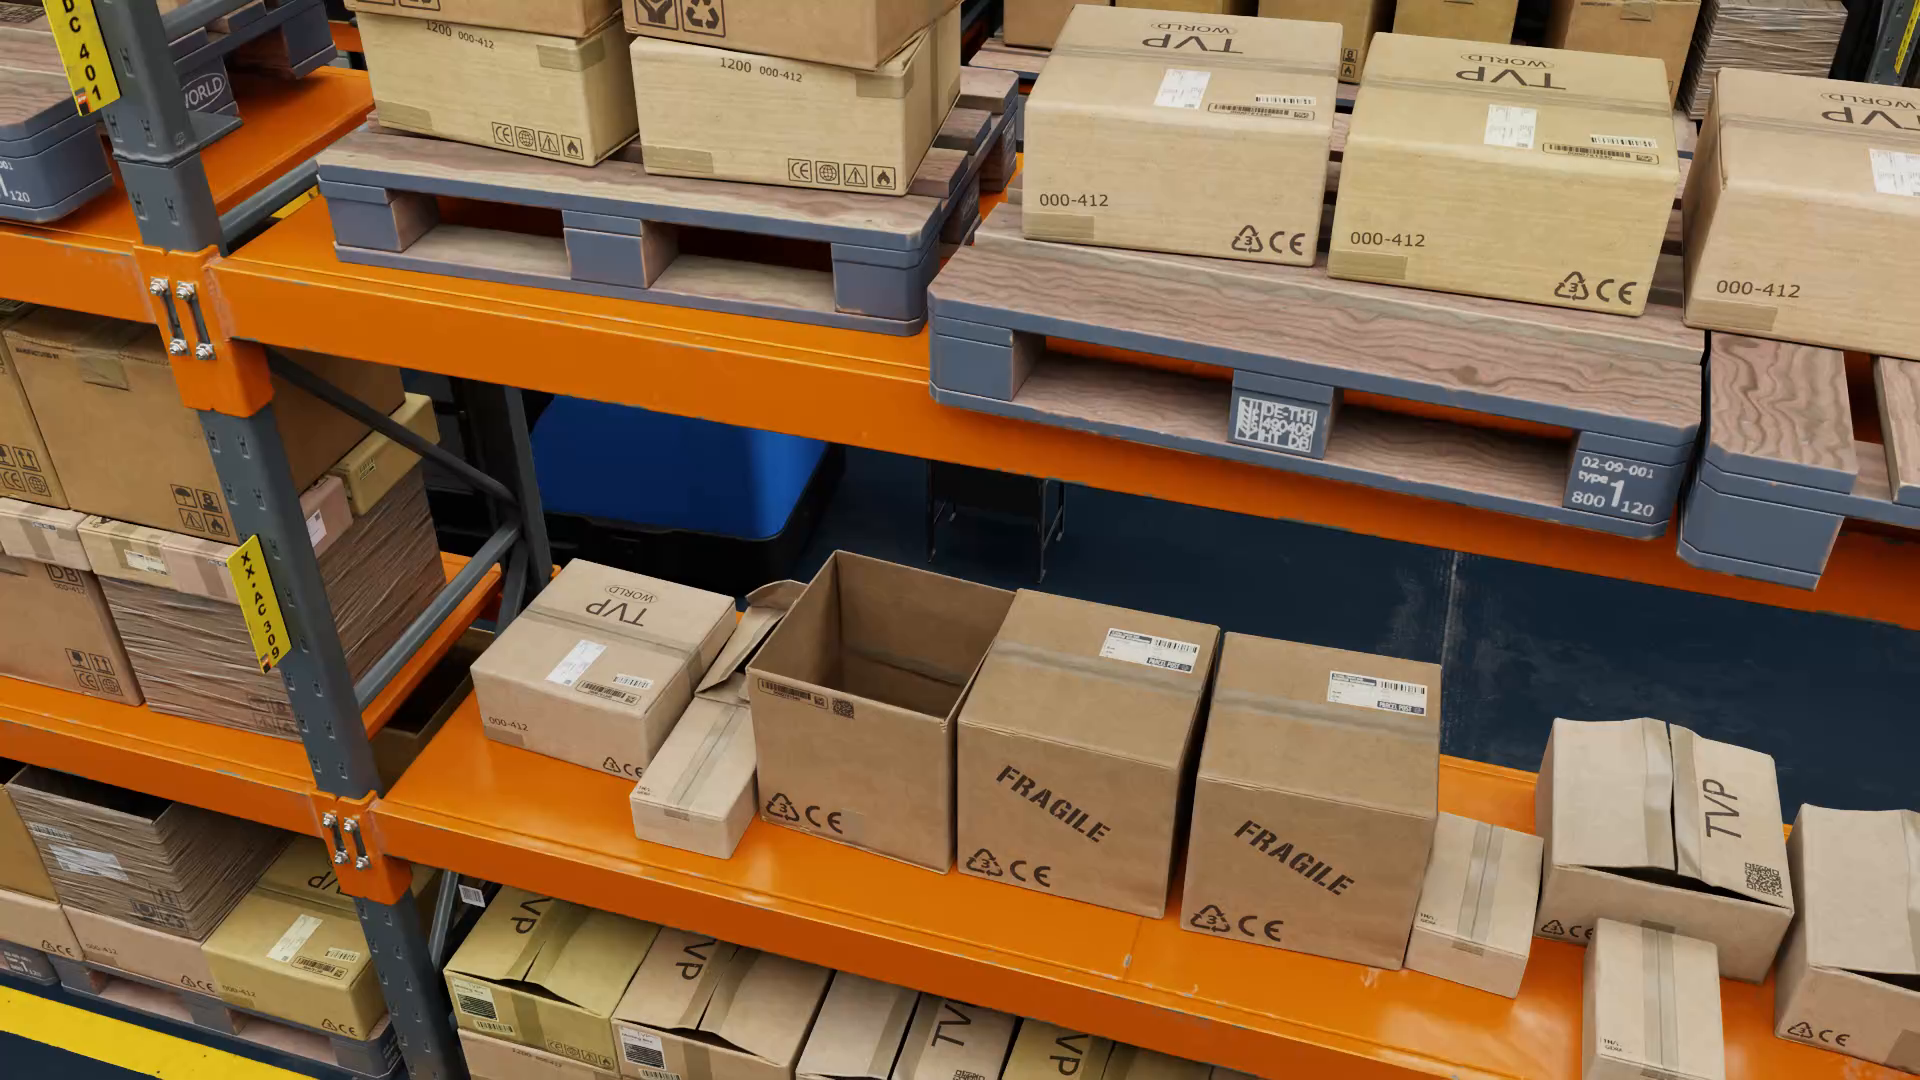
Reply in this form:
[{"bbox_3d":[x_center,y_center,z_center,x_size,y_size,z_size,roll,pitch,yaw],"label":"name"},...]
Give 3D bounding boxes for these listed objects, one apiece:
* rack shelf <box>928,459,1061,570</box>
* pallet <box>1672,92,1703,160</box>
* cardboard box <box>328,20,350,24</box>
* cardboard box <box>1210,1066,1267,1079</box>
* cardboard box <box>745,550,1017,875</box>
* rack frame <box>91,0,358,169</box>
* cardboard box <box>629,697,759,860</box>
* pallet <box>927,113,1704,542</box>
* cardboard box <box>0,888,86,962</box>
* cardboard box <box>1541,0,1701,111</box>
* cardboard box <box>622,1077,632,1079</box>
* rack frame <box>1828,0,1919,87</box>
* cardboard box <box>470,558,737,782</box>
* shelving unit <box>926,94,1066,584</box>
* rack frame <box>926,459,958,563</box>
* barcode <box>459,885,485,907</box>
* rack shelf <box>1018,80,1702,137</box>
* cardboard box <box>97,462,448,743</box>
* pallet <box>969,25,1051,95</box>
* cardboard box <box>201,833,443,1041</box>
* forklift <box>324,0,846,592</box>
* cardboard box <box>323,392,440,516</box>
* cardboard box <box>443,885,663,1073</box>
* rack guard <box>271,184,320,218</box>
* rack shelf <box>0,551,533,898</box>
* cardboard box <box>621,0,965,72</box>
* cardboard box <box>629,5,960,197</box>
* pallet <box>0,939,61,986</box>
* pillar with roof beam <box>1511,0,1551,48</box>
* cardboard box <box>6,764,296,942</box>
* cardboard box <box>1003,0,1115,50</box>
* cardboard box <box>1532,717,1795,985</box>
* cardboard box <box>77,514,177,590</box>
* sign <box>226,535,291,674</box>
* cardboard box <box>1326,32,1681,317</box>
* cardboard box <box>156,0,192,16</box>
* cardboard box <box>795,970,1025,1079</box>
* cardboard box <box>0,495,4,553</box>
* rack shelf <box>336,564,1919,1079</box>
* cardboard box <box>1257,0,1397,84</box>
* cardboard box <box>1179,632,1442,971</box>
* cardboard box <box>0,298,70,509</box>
[{"bbox_3d":[0.158,-0.242,7.011,0.480,0.518,0.431,10,38,14],"label":"rack shelf"},{"bbox_3d":[3.176,-1.872,7.425,1.003,0.211,1.213,10,38,14],"label":"pallet"},{"bbox_3d":[-3.377,-2.979,8.877,0.500,0.250,0.500,9,37,13],"label":"cardboard box"},{"bbox_3d":[0.862,1.500,4.174,0.500,0.311,0.500,10,38,14],"label":"cardboard box"},{"bbox_3d":[-0.173,0.411,4.077,0.500,0.500,0.500,13,38,17],"label":"cardboard box"},{"bbox_3d":[-1.404,-2.203,2.652,0.127,3.000,1.000,10,38,14],"label":"rack frame"},{"bbox_3d":[-0.619,0.586,4.135,0.250,0.149,0.380,10,38,14],"label":"cardboard box"},{"bbox_3d":[0.672,-0.477,2.997,1.213,0.211,1.003,12,38,16],"label":"pallet"},{"bbox_3d":[-2.867,1.019,5.301,0.500,0.250,0.500,10,38,14],"label":"cardboard box"},{"bbox_3d":[2.895,-2.262,7.337,0.500,0.500,0.700,7,37,10],"label":"cardboard box"},{"bbox_3d":[-0.605,1.454,4.710,0.500,0.250,0.500,11,38,15],"label":"cardboard box"},{"bbox_3d":[3.888,-1.884,7.279,0.127,3.000,1.000,10,38,14],"label":"rack frame"},{"bbox_3d":[-0.921,0.336,4.390,0.500,0.250,0.500,13,38,17],"label":"cardboard box"},{"bbox_3d":[0.158,-0.816,6.588,0.503,2.100,0.431,10,38,14],"label":"shelving unit"},{"bbox_3d":[-0.075,-0.860,6.646,0.015,2.100,0.400,10,38,14],"label":"rack frame"},{"bbox_3d":[-1.284,0.936,4.375,0.075,0.075,0.001,10,38,14],"label":"barcode"},{"bbox_3d":[1.979,-1.947,7.972,4.000,0.370,1.077,10,38,14],"label":"rack shelf"},{"bbox_3d":[-1.829,0.098,4.502,0.500,0.500,0.700,10,37,13],"label":"cardboard box"},{"bbox_3d":[0.756,-2.296,8.001,1.213,0.211,1.003,10,38,14],"label":"pallet"},{"bbox_3d":[-1.912,1.193,5.064,0.500,0.250,0.500,10,38,14],"label":"cardboard box"},{"bbox_3d":[-2.095,-1.418,6.704,3.031,2.935,1.130,8,37,10],"label":"forklift"},{"bbox_3d":[-1.602,-0.246,4.422,0.250,0.149,0.380,10,38,14],"label":"cardboard box"},{"bbox_3d":[-1.084,1.139,4.664,0.500,0.311,0.500,11,38,14],"label":"cardboard box"},{"bbox_3d":[-3.676,-2.277,9.923,0.348,0.500,1.175,10,38,14],"label":"rack guard"},{"bbox_3d":[-3.313,0.149,5.124,4.000,0.370,1.077,10,38,14],"label":"rack shelf"},{"bbox_3d":[-0.276,-1.187,2.941,0.500,0.500,0.500,14,39,18],"label":"cardboard box"},{"bbox_3d":[-0.293,-0.894,3.176,0.500,0.250,0.500,7,37,9],"label":"cardboard box"},{"bbox_3d":[-3.319,0.957,5.771,1.213,0.211,1.003,10,38,14],"label":"pallet"},{"bbox_3d":[1.621,-2.583,3.168,0.400,9.000,9.100,10,38,14],"label":"pillar with roof beam"},{"bbox_3d":[-2.385,0.796,4.971,0.500,0.500,0.500,10,38,14],"label":"cardboard box"},{"bbox_3d":[0.545,-2.699,7.931,0.500,0.500,0.700,11,38,14],"label":"cardboard box"},{"bbox_3d":[1.618,0.688,3.860,0.500,0.311,0.500,10,38,13],"label":"cardboard box"},{"bbox_3d":[-1.963,-0.060,4.170,0.250,0.149,0.380,10,37,13],"label":"cardboard box"},{"bbox_3d":[-1.568,0.147,3.723,0.005,0.325,0.100,10,38,14],"label":"sign"},{"bbox_3d":[0.916,-0.635,2.824,0.500,0.250,0.500,10,37,13],"label":"cardboard box"},{"bbox_3d":[-1.806,-1.499,3.669,0.500,0.500,0.500,14,38,18],"label":"cardboard box"},{"bbox_3d":[-0.113,1.322,4.416,0.500,0.311,0.500,9,37,12],"label":"cardboard box"},{"bbox_3d":[-2.464,-0.151,4.293,0.250,0.149,0.380,10,38,14],"label":"cardboard box"},{"bbox_3d":[0.505,0.856,4.163,4.000,0.370,1.077,10,38,14],"label":"rack shelf"},{"bbox_3d":[1.715,-2.497,7.657,0.500,0.500,0.700,16,39,20],"label":"cardboard box"},{"bbox_3d":[0.808,0.592,3.830,0.500,0.500,0.500,9,37,11],"label":"cardboard box"},{"bbox_3d":[-2.312,-0.513,4.238,0.500,0.500,0.700,10,38,14],"label":"cardboard box"}]
